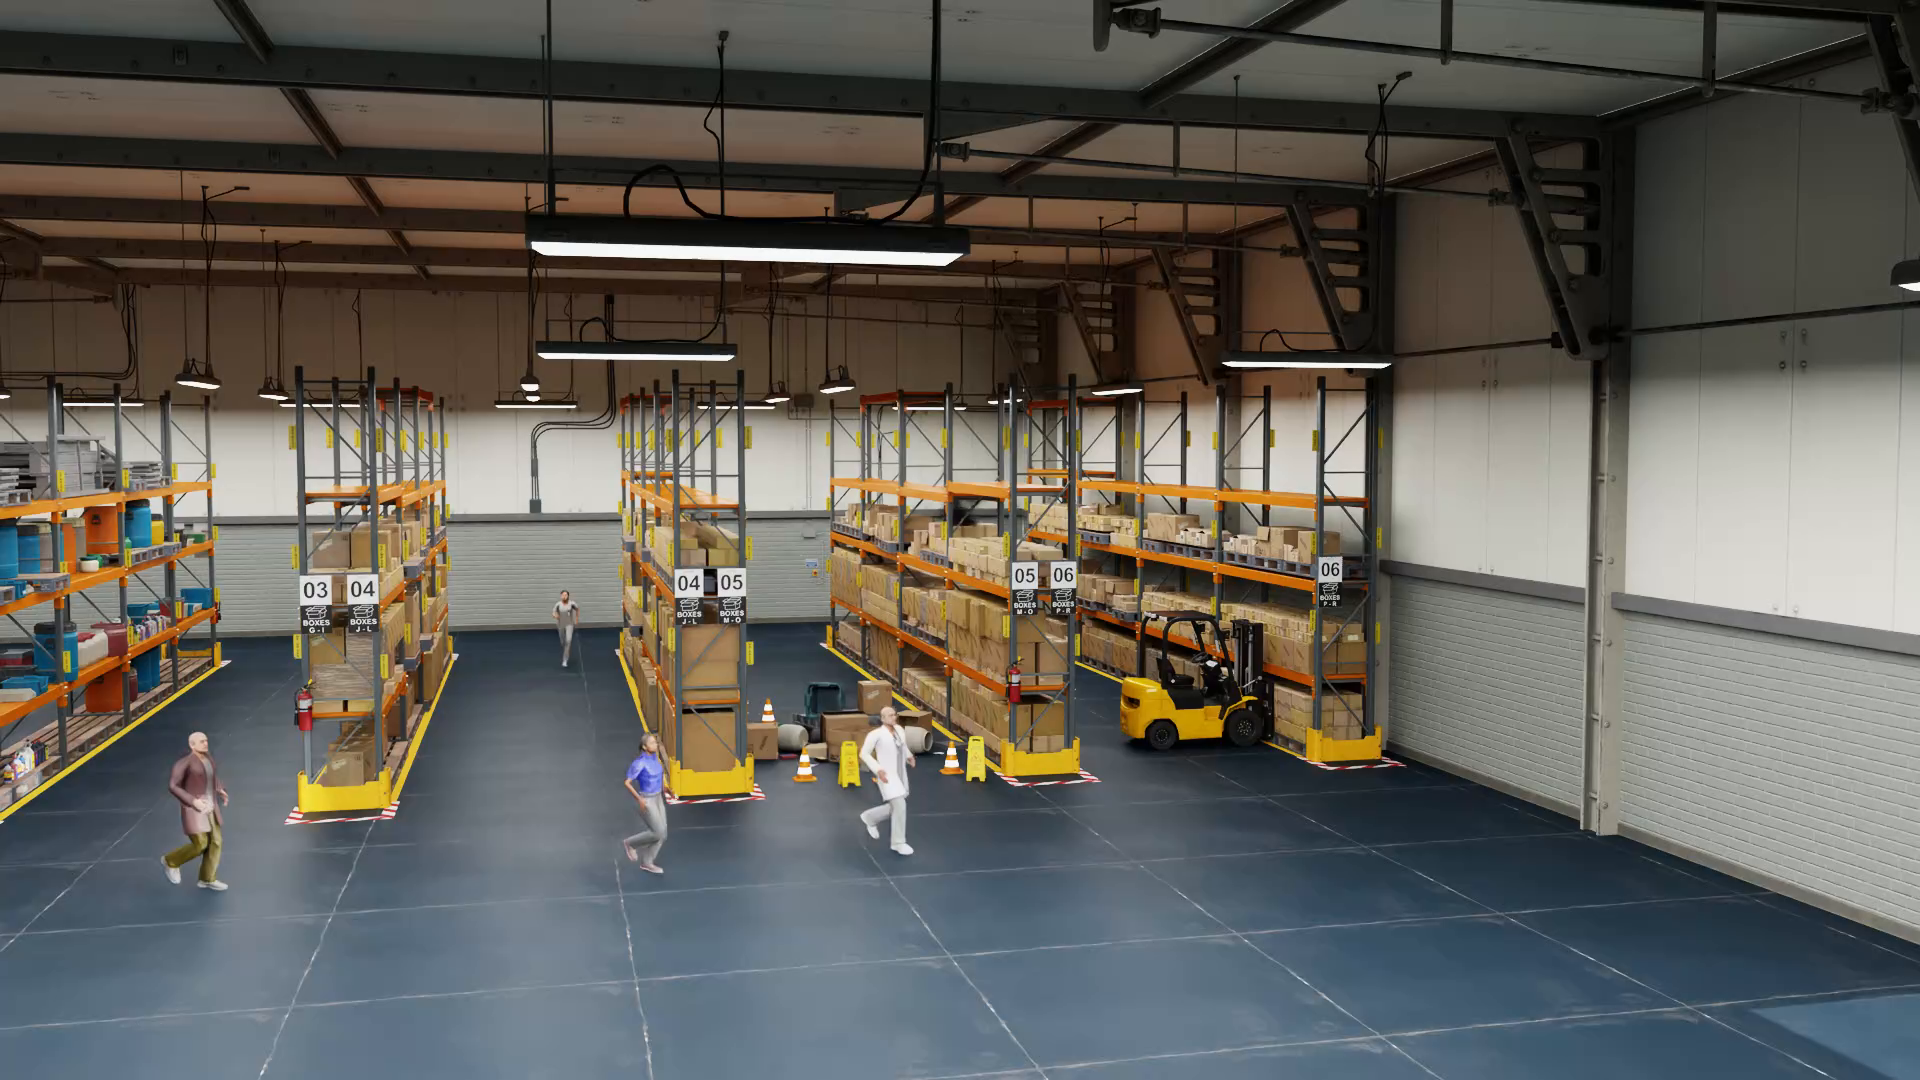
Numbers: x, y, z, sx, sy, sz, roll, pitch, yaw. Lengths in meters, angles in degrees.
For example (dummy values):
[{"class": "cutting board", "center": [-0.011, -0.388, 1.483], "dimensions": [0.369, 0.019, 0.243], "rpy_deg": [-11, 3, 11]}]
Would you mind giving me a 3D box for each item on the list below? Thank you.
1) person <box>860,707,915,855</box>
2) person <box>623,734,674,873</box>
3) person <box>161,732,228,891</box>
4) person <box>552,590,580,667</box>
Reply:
[{"class": "person", "center": [-0.884, 2.917, 20.357], "dimensions": [0.843, 1.773, 0.698], "rpy_deg": [3, 4, 39]}, {"class": "person", "center": [-3.603, 3.055, 19.301], "dimensions": [0.560, 1.615, 0.575], "rpy_deg": [1, 4, 20]}, {"class": "person", "center": [-8.545, 3.021, 18.599], "dimensions": [0.770, 1.765, 0.738], "rpy_deg": [1, 4, 16]}, {"class": "person", "center": [-8.819, 1.949, 37.212], "dimensions": [0.588, 1.664, 1.000], "rpy_deg": [0, 3, -5]}]
